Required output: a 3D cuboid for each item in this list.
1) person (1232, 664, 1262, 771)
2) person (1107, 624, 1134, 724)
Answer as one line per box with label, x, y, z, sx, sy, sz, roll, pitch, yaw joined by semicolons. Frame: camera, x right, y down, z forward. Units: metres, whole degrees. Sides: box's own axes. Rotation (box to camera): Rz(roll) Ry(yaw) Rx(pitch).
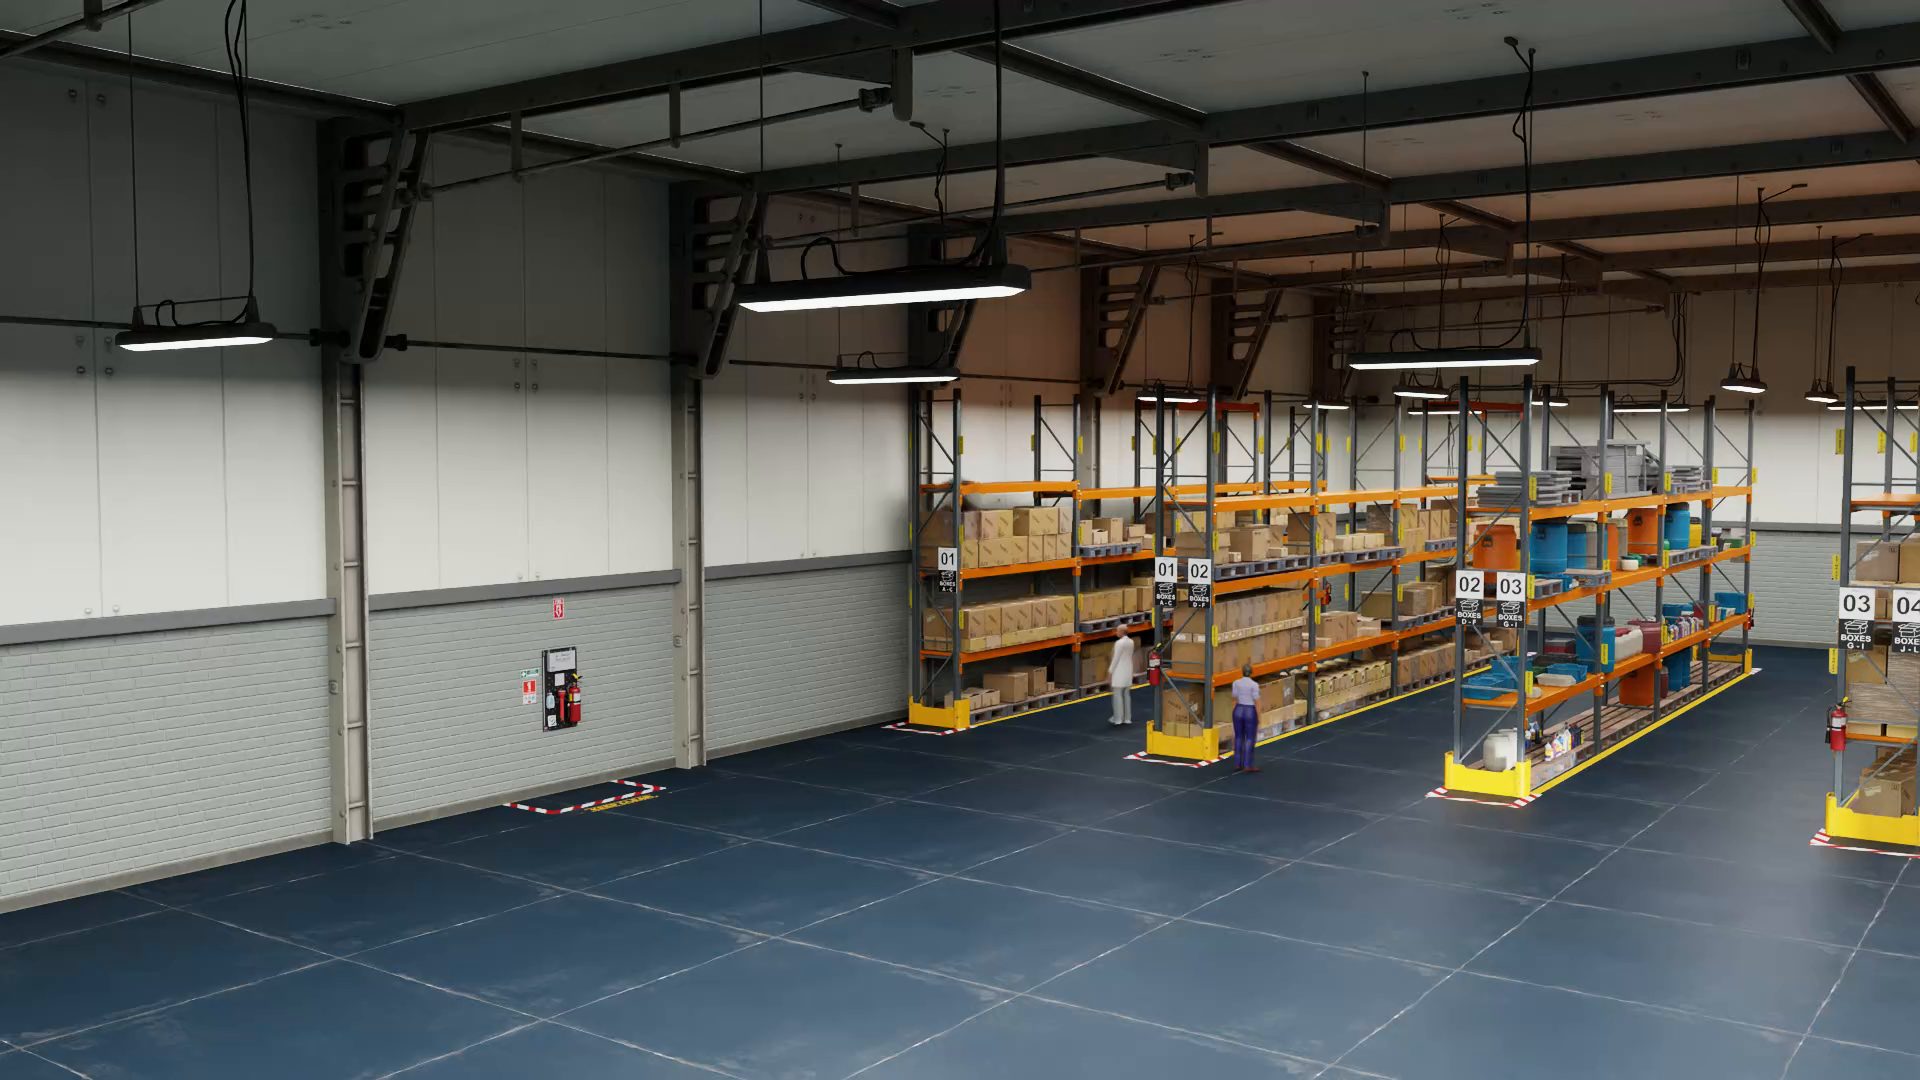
person;4.413;2.721;25.565;0.497;1.655;0.382;3;4;38
person;2.858;2.404;29.829;0.425;1.792;0.598;2;4;37
